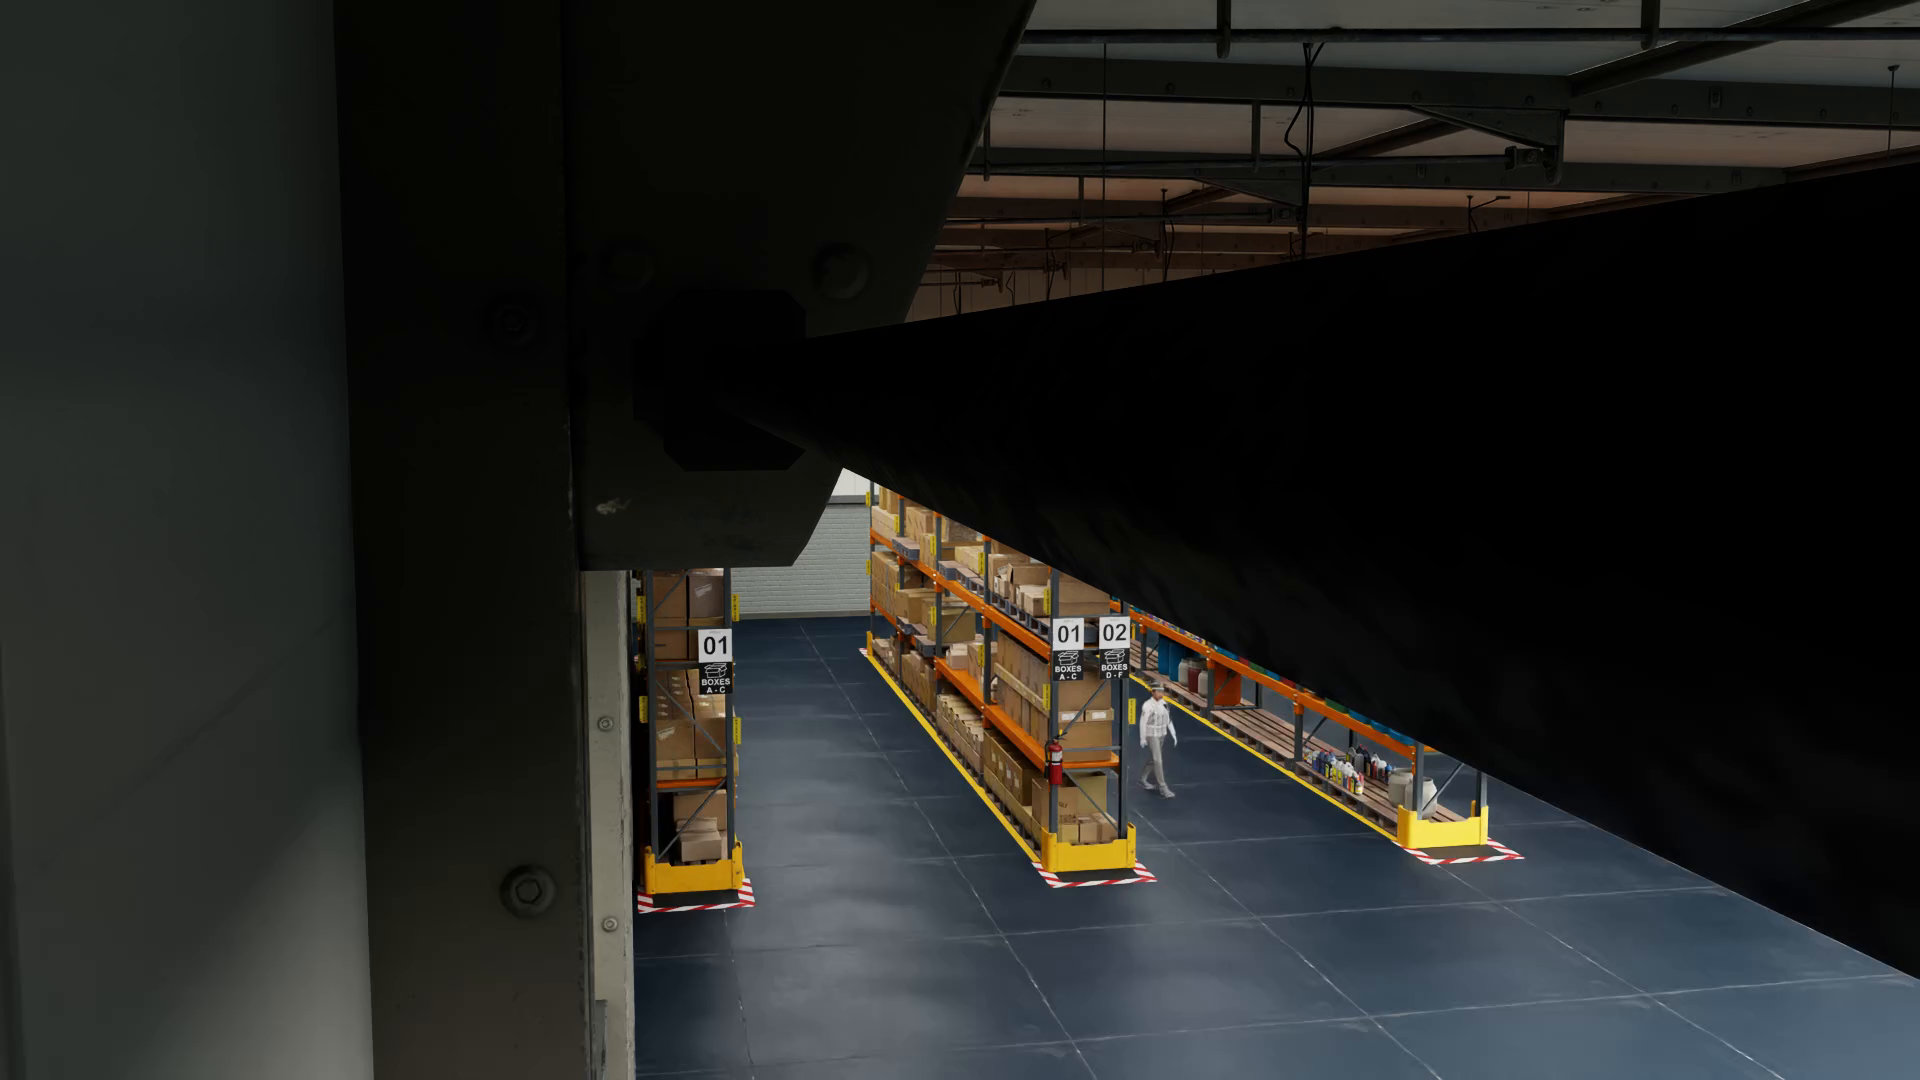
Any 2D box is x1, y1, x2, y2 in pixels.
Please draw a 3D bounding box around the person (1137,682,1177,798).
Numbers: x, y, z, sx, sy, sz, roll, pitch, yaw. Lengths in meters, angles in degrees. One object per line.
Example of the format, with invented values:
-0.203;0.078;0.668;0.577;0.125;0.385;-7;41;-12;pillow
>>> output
2.959;2.922;24.640;0.859;1.647;0.509;6;8;43;person
